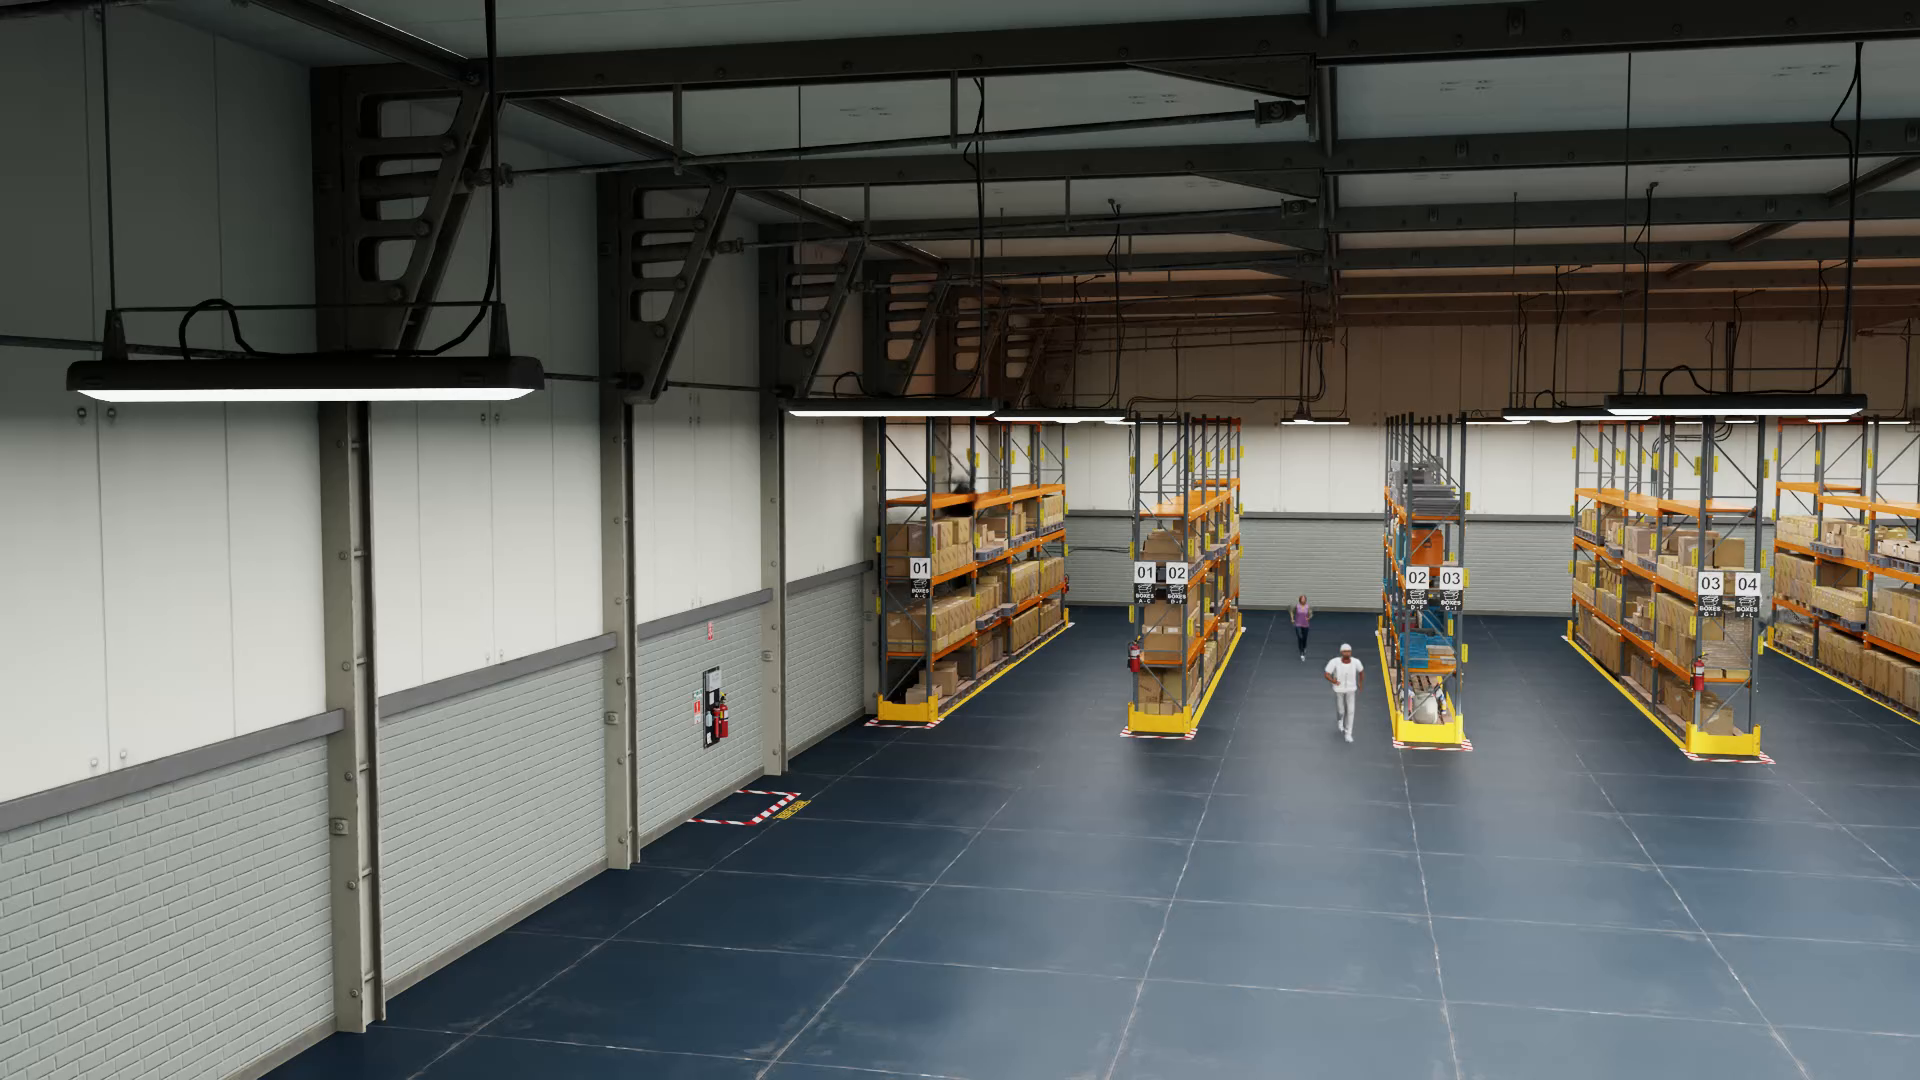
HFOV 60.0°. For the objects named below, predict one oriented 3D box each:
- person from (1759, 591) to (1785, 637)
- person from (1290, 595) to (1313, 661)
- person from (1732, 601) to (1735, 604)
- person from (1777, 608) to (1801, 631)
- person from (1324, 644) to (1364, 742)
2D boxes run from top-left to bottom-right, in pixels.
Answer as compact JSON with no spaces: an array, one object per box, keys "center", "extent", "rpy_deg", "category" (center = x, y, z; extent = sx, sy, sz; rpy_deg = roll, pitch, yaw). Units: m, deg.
[{"center":[21.983,1.836,44.853],"extent":[0.866,1.715,0.731],"rpy_deg":[2,4,22],"category":"person"},{"center":[8.445,2.189,41.110],"extent":[0.539,1.504,0.874],"rpy_deg":[0,4,4],"category":"person"},{"center":[20.909,1.881,44.490],"extent":[0.837,1.700,0.680],"rpy_deg":[-1,4,-17],"category":"person"},{"center":[22.384,1.777,44.887],"extent":[0.977,1.769,0.677],"rpy_deg":[-1,4,-8],"category":"person"},{"center":[7.094,2.785,30.675],"extent":[0.738,1.765,0.861],"rpy_deg":[0,4,6],"category":"person"}]
